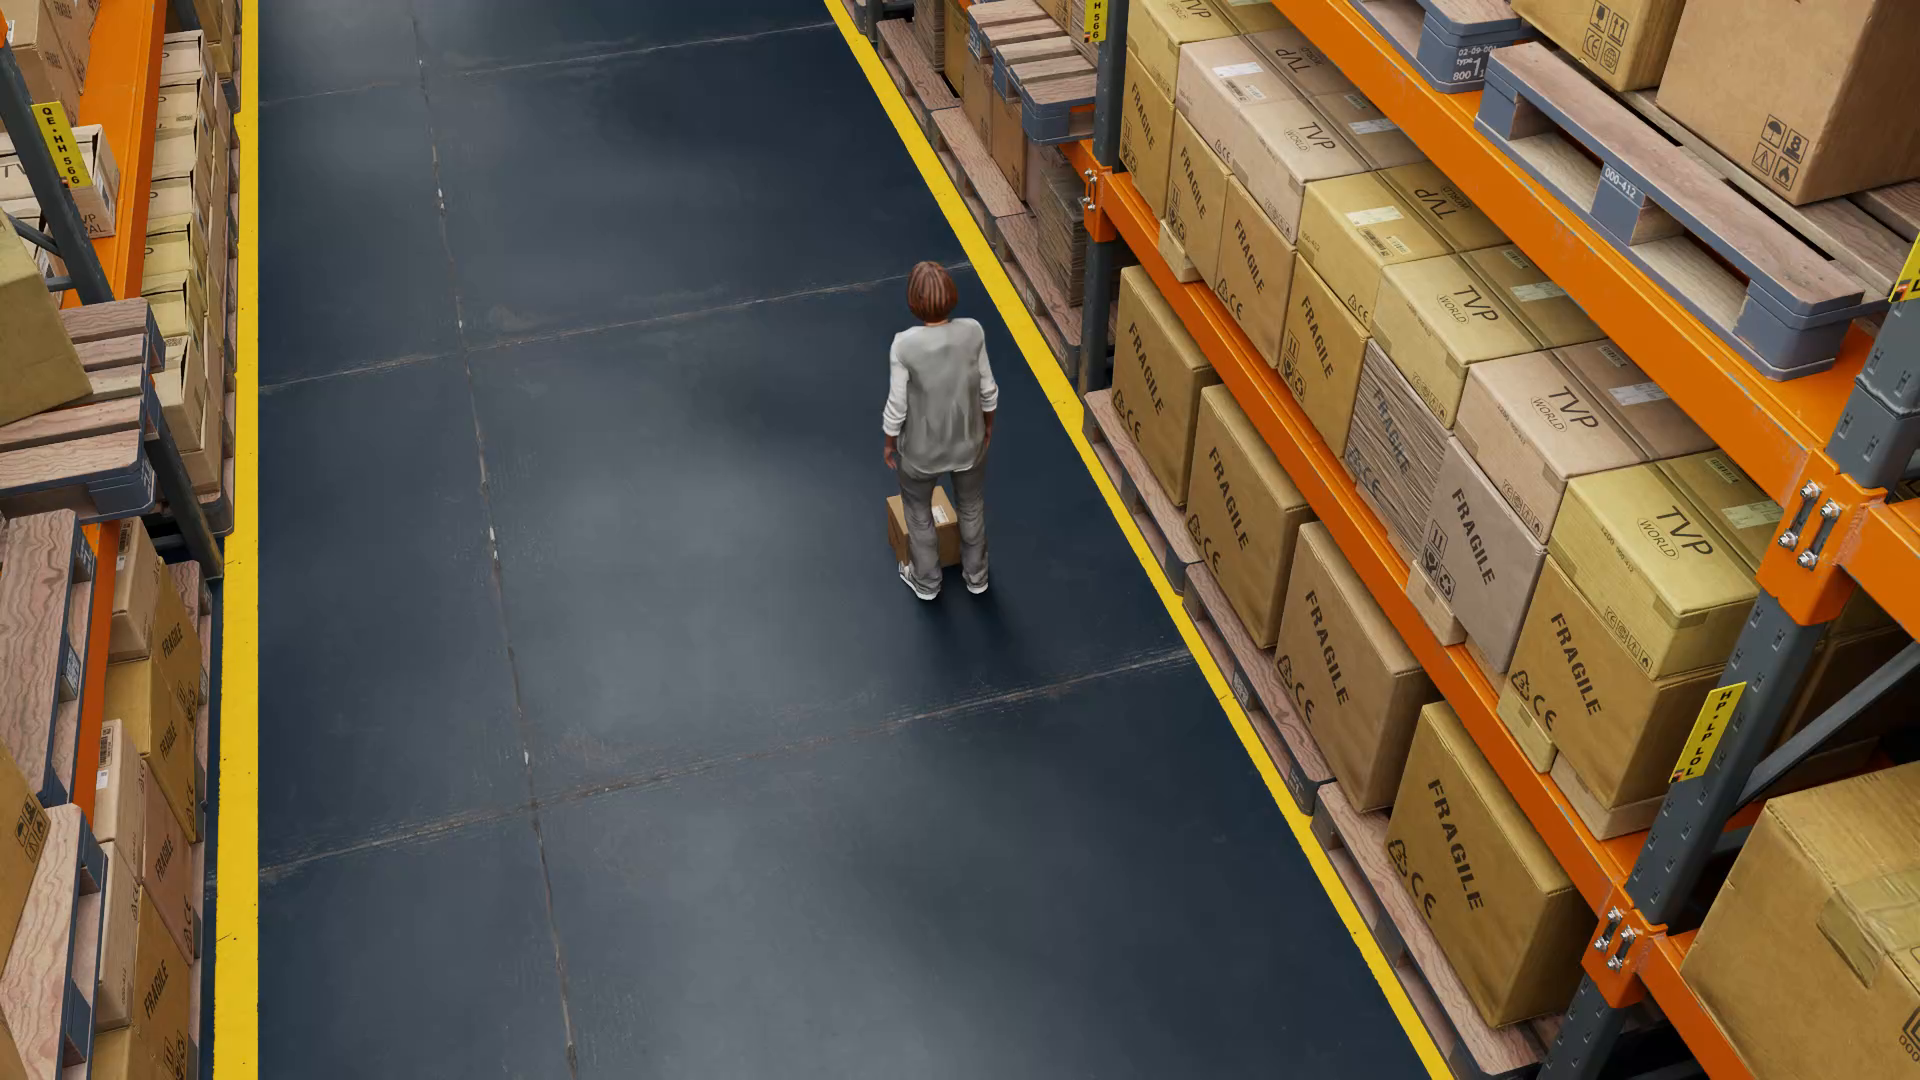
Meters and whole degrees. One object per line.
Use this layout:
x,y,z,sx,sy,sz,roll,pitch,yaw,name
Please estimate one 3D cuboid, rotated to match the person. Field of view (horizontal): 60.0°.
-0.080,-0.383,6.591,0.461,1.582,0.364,-12,44,-12,person
